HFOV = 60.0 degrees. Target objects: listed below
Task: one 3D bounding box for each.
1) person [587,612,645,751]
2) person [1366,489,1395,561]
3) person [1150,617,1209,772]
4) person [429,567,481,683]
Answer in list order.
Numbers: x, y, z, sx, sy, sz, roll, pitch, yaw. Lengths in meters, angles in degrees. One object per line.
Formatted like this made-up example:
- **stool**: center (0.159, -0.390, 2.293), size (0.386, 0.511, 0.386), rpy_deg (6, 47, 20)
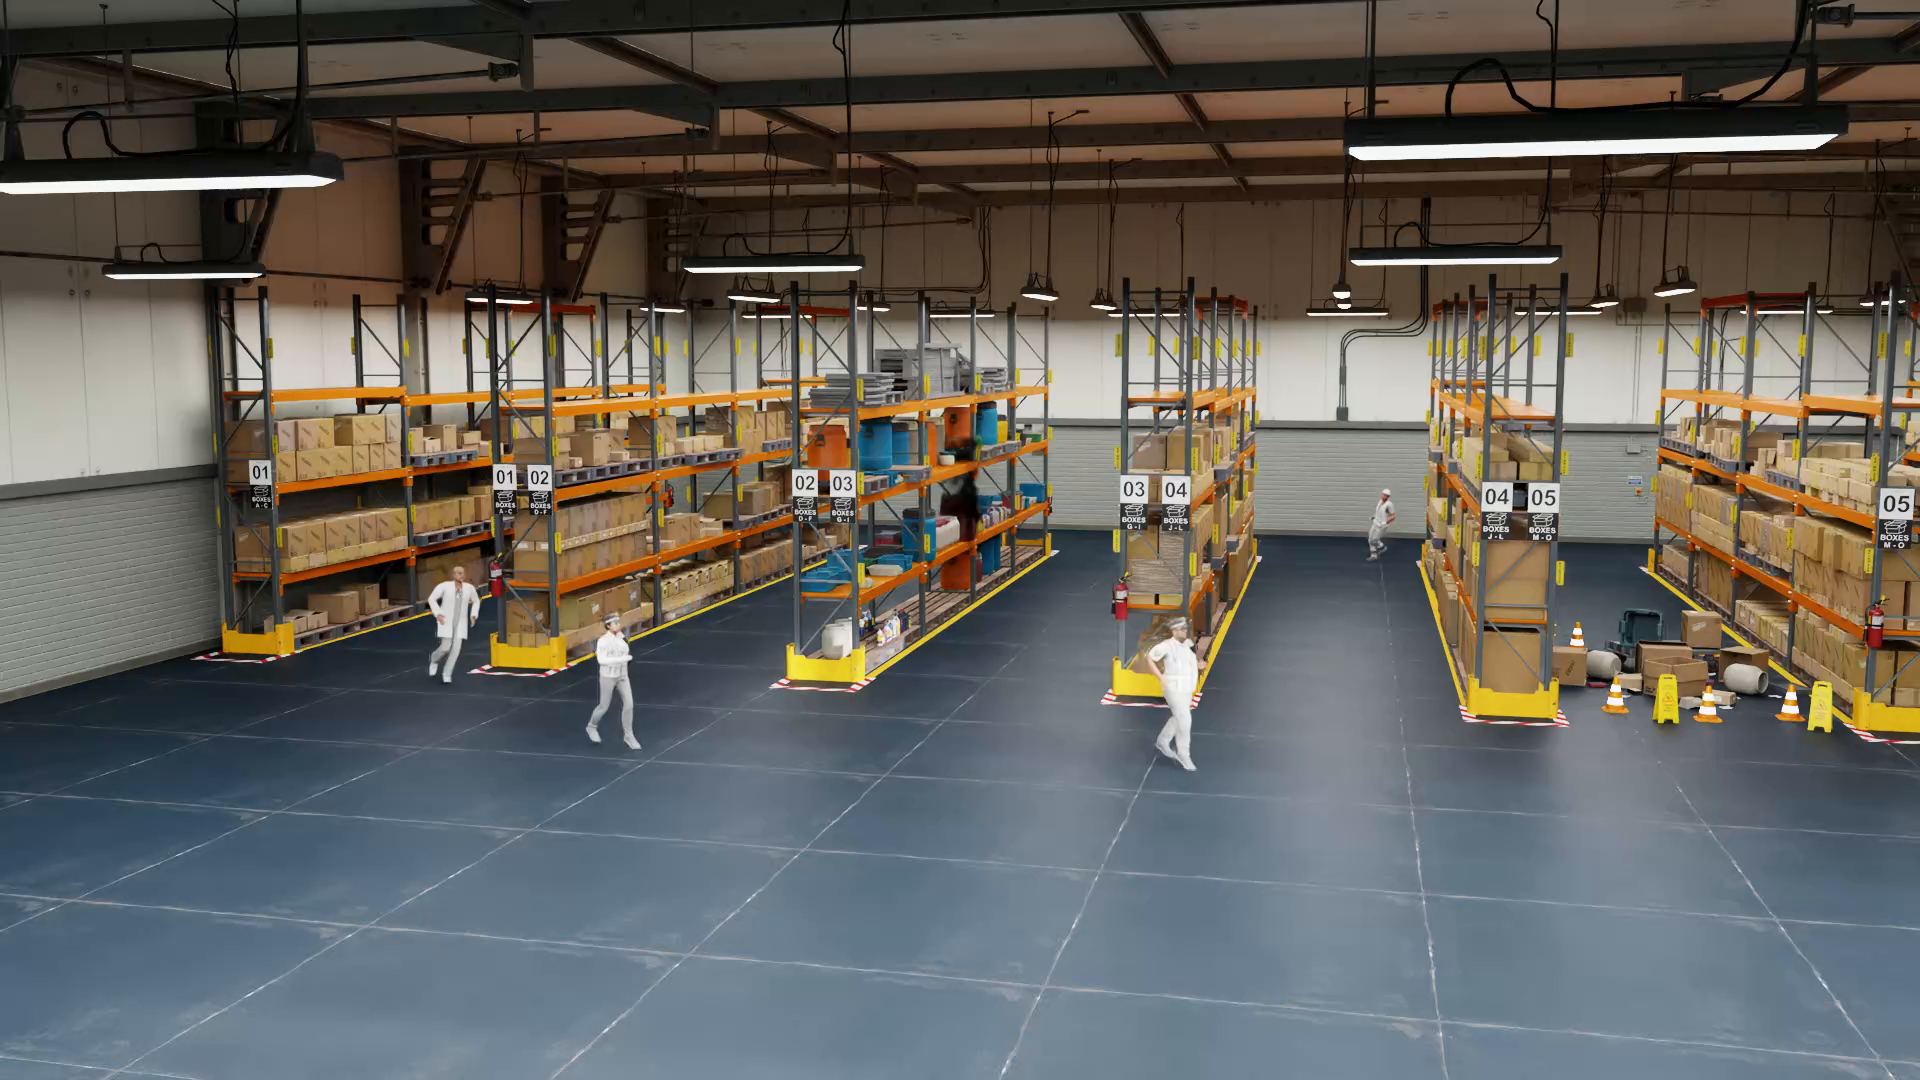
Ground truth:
- **person**: center (-4.343, 1.750, 20.894), size (0.864, 1.725, 0.617), rpy_deg (4, 8, 33)
- **person**: center (9.904, -0.342, 39.182), size (0.541, 1.714, 0.697), rpy_deg (-3, 7, -27)
- **person**: center (2.660, 1.827, 20.022), size (0.648, 1.832, 0.804), rpy_deg (-6, 9, -44)
- **person**: center (-7.626, 1.262, 25.207), size (0.754, 1.729, 0.613), rpy_deg (-5, 8, -36)
